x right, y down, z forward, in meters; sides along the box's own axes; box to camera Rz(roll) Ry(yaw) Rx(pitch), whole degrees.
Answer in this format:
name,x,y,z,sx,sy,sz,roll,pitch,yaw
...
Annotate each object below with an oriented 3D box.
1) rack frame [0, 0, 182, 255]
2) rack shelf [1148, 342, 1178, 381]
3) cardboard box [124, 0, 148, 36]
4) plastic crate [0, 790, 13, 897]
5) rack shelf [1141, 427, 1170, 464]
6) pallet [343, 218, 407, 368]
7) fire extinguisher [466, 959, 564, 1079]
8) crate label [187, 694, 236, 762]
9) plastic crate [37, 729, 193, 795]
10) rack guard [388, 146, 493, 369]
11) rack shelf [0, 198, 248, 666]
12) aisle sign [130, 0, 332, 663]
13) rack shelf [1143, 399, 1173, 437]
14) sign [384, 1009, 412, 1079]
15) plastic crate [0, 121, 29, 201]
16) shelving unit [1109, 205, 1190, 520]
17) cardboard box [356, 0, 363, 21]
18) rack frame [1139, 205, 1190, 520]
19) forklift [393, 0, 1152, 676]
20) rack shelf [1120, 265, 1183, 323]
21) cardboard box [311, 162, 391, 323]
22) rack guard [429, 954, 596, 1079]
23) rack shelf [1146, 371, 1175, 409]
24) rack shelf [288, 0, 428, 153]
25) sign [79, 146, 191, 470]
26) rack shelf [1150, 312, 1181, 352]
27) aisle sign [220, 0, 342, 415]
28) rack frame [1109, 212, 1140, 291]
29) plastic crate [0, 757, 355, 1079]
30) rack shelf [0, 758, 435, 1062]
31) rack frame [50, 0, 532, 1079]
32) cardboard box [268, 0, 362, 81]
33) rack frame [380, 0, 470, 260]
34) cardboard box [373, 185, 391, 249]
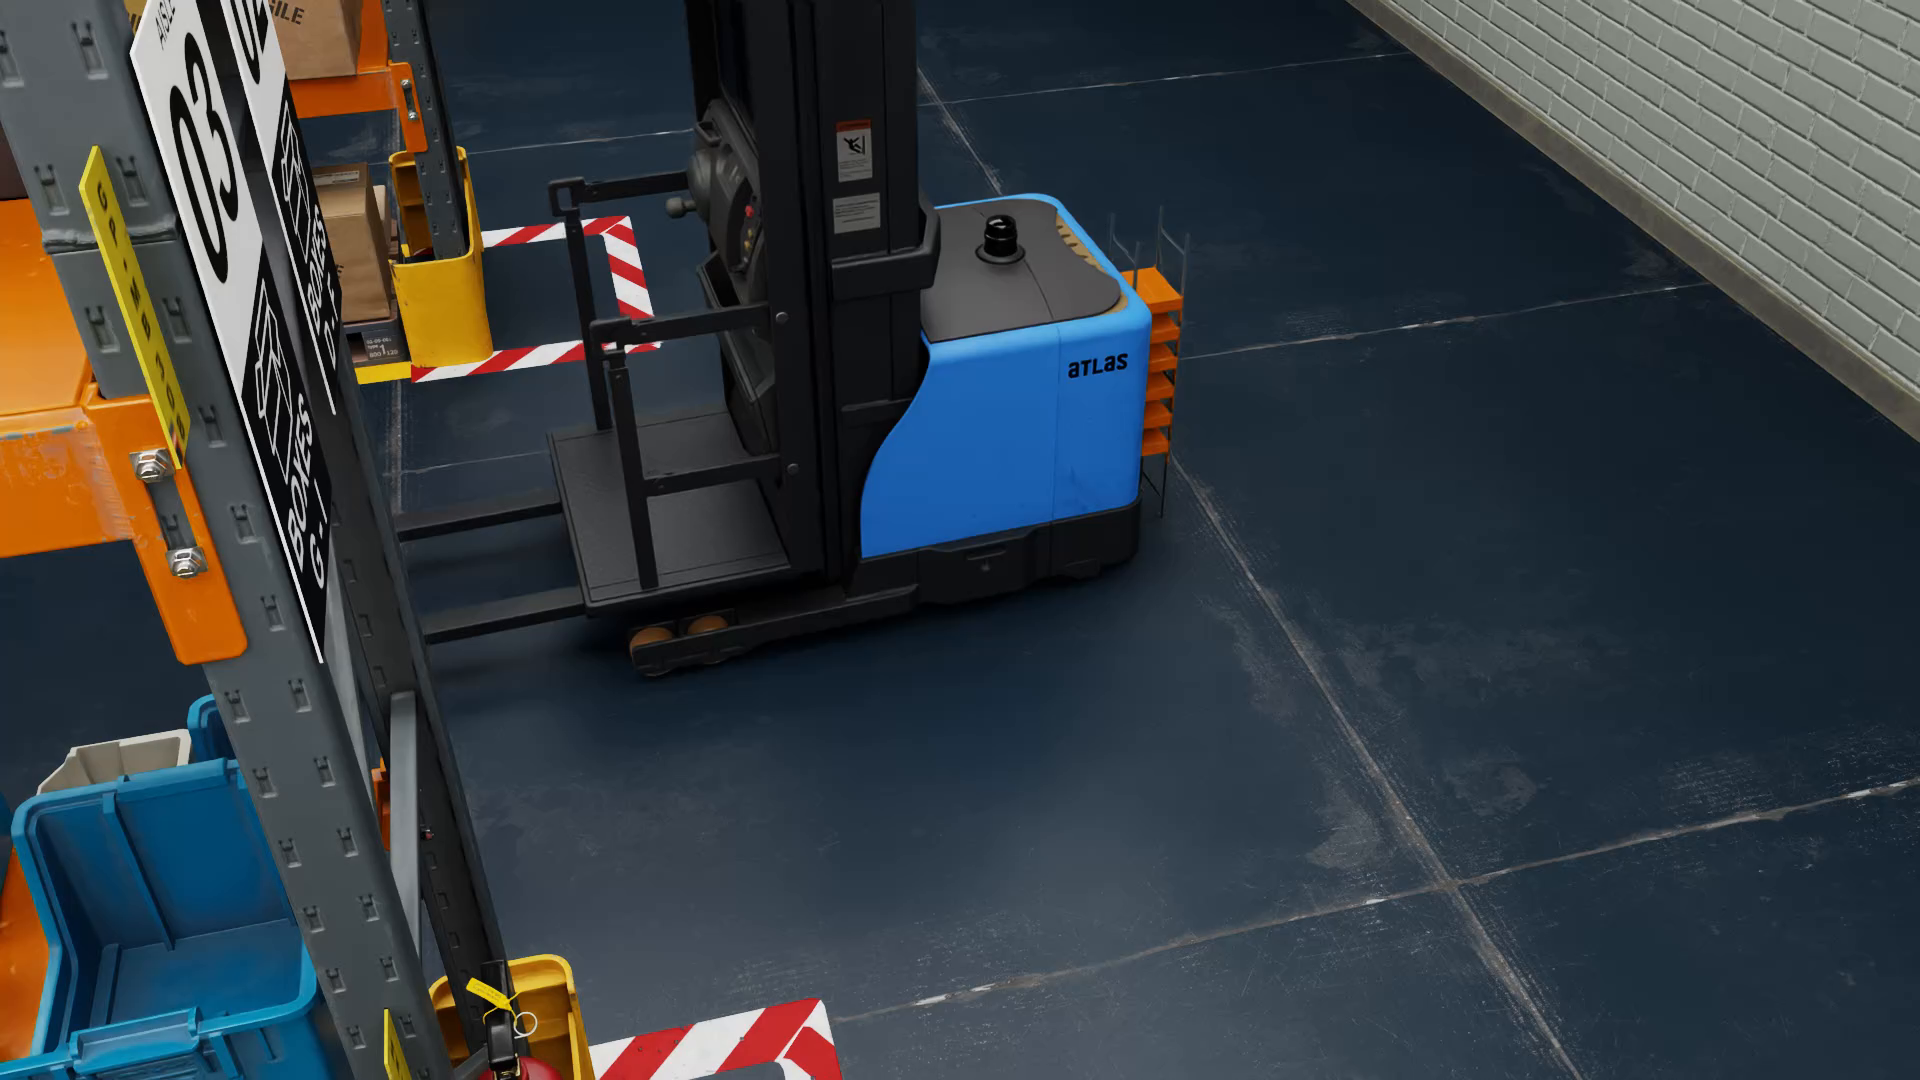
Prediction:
name,x,y,z,sx,sy,sz,roll,pitch,yaw
rack frame,-0.999,-1.785,1.177,0.127,3.000,1.000,-9,38,-12
rack shelf,0.651,-0.666,6.008,0.180,0.103,0.258,-11,39,-14
cardboard box,-3.148,-2.033,6.356,0.500,0.500,0.500,-9,38,-12
plastic crate,-1.959,0.591,3.097,0.300,0.233,0.416,-9,38,-12
rack shelf,0.651,-0.380,6.227,0.180,0.103,0.258,-11,39,-14
pallet,-3.129,-1.061,7.464,1.213,0.211,1.003,-9,38,-12
fire extinguisher,-0.735,1.020,2.819,0.183,0.674,0.296,-9,38,-12
crate label,-1.323,0.487,3.233,0.303,0.233,0.416,-9,38,-12
plastic crate,-1.654,0.527,3.260,0.298,0.136,0.250,-9,38,-12
rack guard,-2.360,-1.303,7.542,0.348,0.500,1.175,-9,38,-12
rack shelf,-2.930,0.009,1.892,4.000,0.370,1.077,-9,38,-12
aisle sign,-0.853,-0.274,2.000,0.004,0.787,0.394,-9,38,-12
rack shelf,0.651,-0.475,6.154,0.180,0.103,0.258,-11,39,-14
sign,-0.840,0.853,2.531,0.005,0.325,0.100,-9,38,-12
plastic crate,-1.443,-0.644,2.262,0.590,0.269,0.497,-9,38,-12
shelving unit,0.651,-0.606,6.054,0.189,1.200,0.258,-11,39,-14
cardboard box,-2.784,-2.432,6.878,0.500,0.500,0.500,-9,38,-11
rack frame,0.738,-0.623,6.077,0.006,1.200,0.240,-11,39,-14
forklift,-0.922,-1.064,5.228,3.031,2.935,1.130,-11,39,-14
rack shelf,0.651,-0.856,5.863,0.180,0.103,0.258,-11,39,-14
cardboard box,-2.747,-1.259,7.123,0.500,0.500,0.500,-9,38,-12
rack guard,-0.979,1.580,3.774,0.348,0.500,1.175,-9,38,-12
rack shelf,0.651,-0.570,6.081,0.180,0.103,0.258,-11,39,-14
rack shelf,-4.217,-1.705,6.603,4.000,0.370,1.077,-9,38,-12
sign,-0.840,-0.232,1.701,0.005,0.325,0.100,-9,38,-12
rack shelf,0.651,-0.761,5.936,0.180,0.103,0.258,-11,39,-14
aisle sign,-1.007,-0.620,2.452,0.004,0.787,0.394,-9,38,-12
rack frame,0.564,-0.589,6.032,0.006,1.200,0.240,-11,39,-14
plastic crate,-1.273,0.723,2.758,0.499,0.435,0.616,-9,38,-12
rack shelf,-2.930,1.201,2.804,4.000,0.370,1.077,-9,38,-12
rack frame,-0.999,0.598,2.999,0.127,3.000,1.000,-9,38,-12
cardboard box,-2.648,-2.117,6.466,0.500,0.500,0.500,-8,38,-11
rack frame,-2.287,-2.308,6.798,0.127,3.000,1.000,-9,38,-12
cardboard box,-2.780,-1.486,7.708,0.250,0.149,0.380,-9,38,-12
